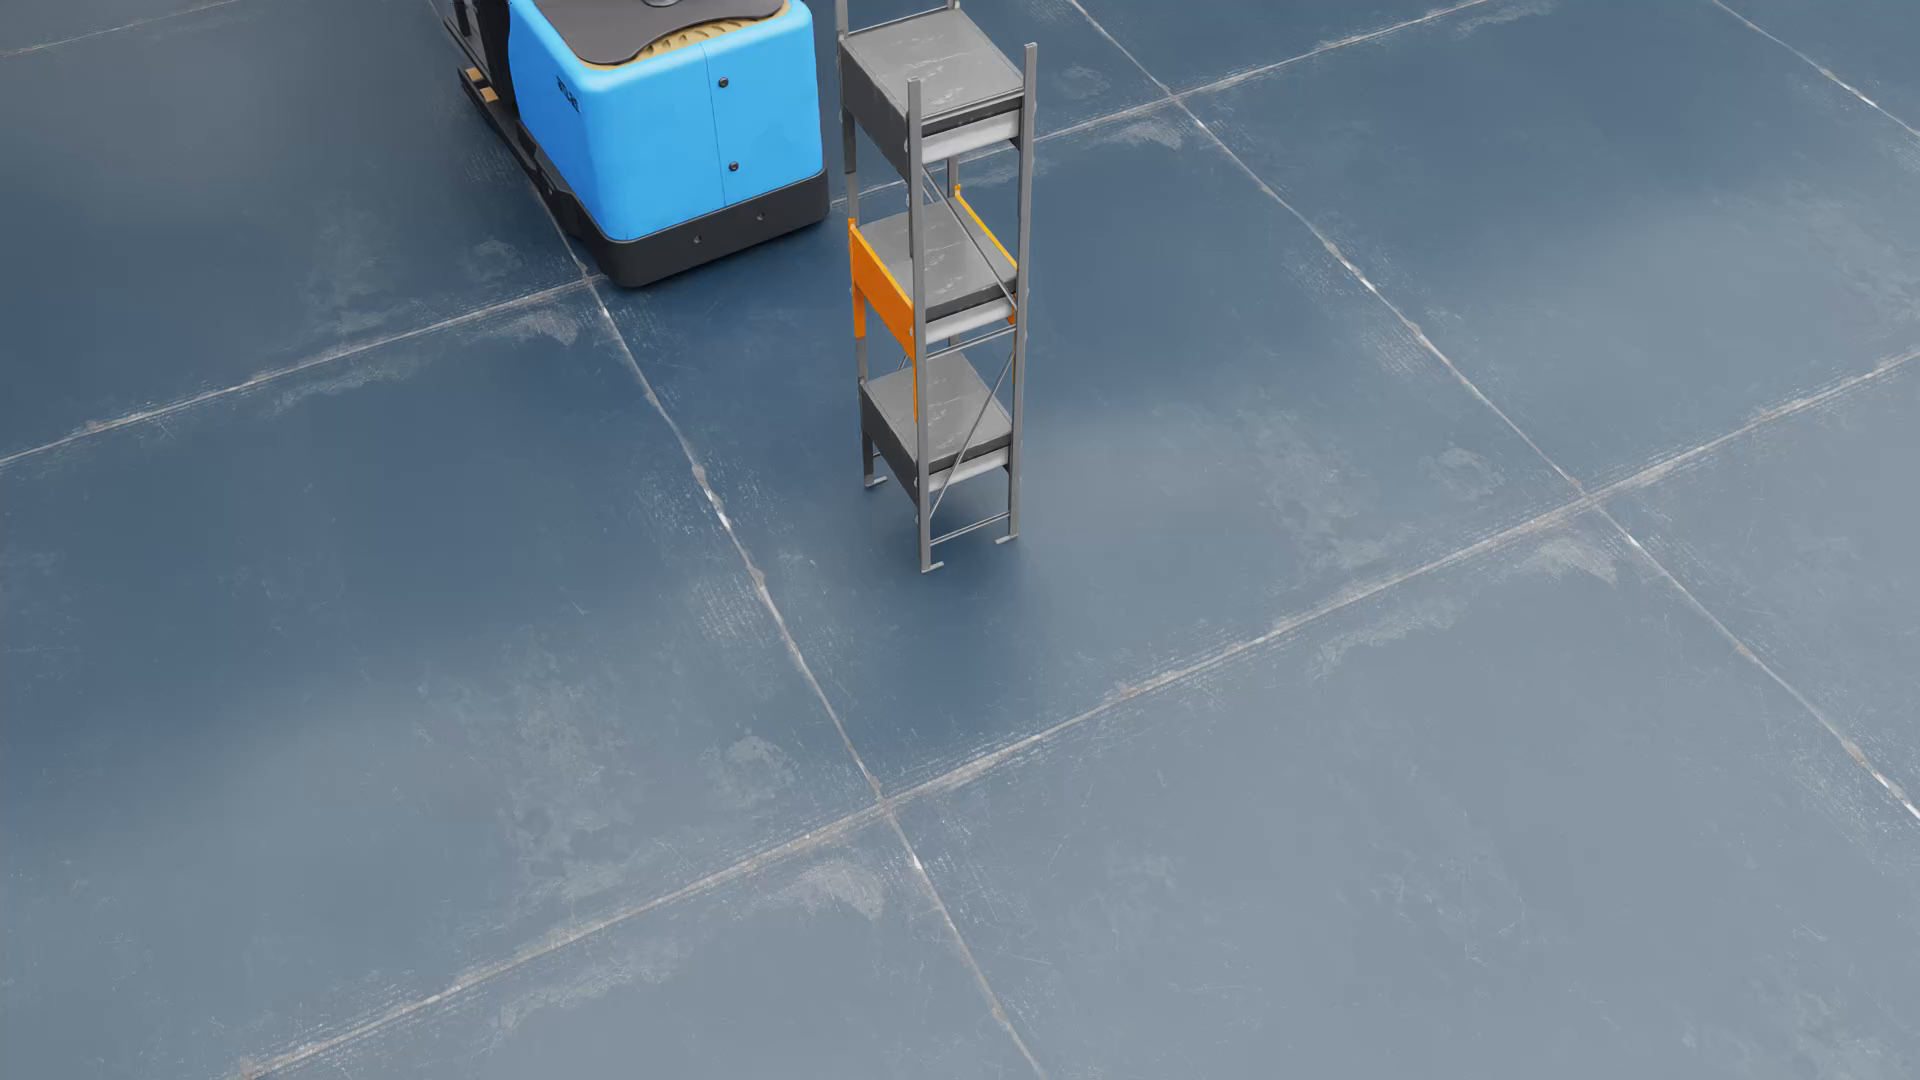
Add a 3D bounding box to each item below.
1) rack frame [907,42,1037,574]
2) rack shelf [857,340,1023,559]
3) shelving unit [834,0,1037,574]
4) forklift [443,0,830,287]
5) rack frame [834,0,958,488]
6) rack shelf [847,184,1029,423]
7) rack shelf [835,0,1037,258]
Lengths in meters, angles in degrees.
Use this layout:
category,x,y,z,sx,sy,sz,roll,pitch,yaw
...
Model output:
category,x,y,z,sx,sy,sz,roll,pitch,yaw
rack frame,0.036,-0.639,5.414,0.400,2.100,0.015,-21,52,-18
rack shelf,-0.076,-0.332,6.094,0.431,0.518,0.480,-21,52,-18
shelving unit,-0.076,-0.802,5.557,0.431,2.100,0.503,-21,52,-18
forklift,-1.776,-3.145,7.053,1.130,2.935,3.031,-24,53,-20
rack frame,-0.187,-0.965,5.699,0.400,2.100,0.015,-21,52,-18
rack shelf,-0.076,-0.793,5.567,0.431,0.518,0.480,-21,52,-18
rack shelf,-0.076,-1.254,5.040,0.431,0.518,0.480,-21,52,-18
